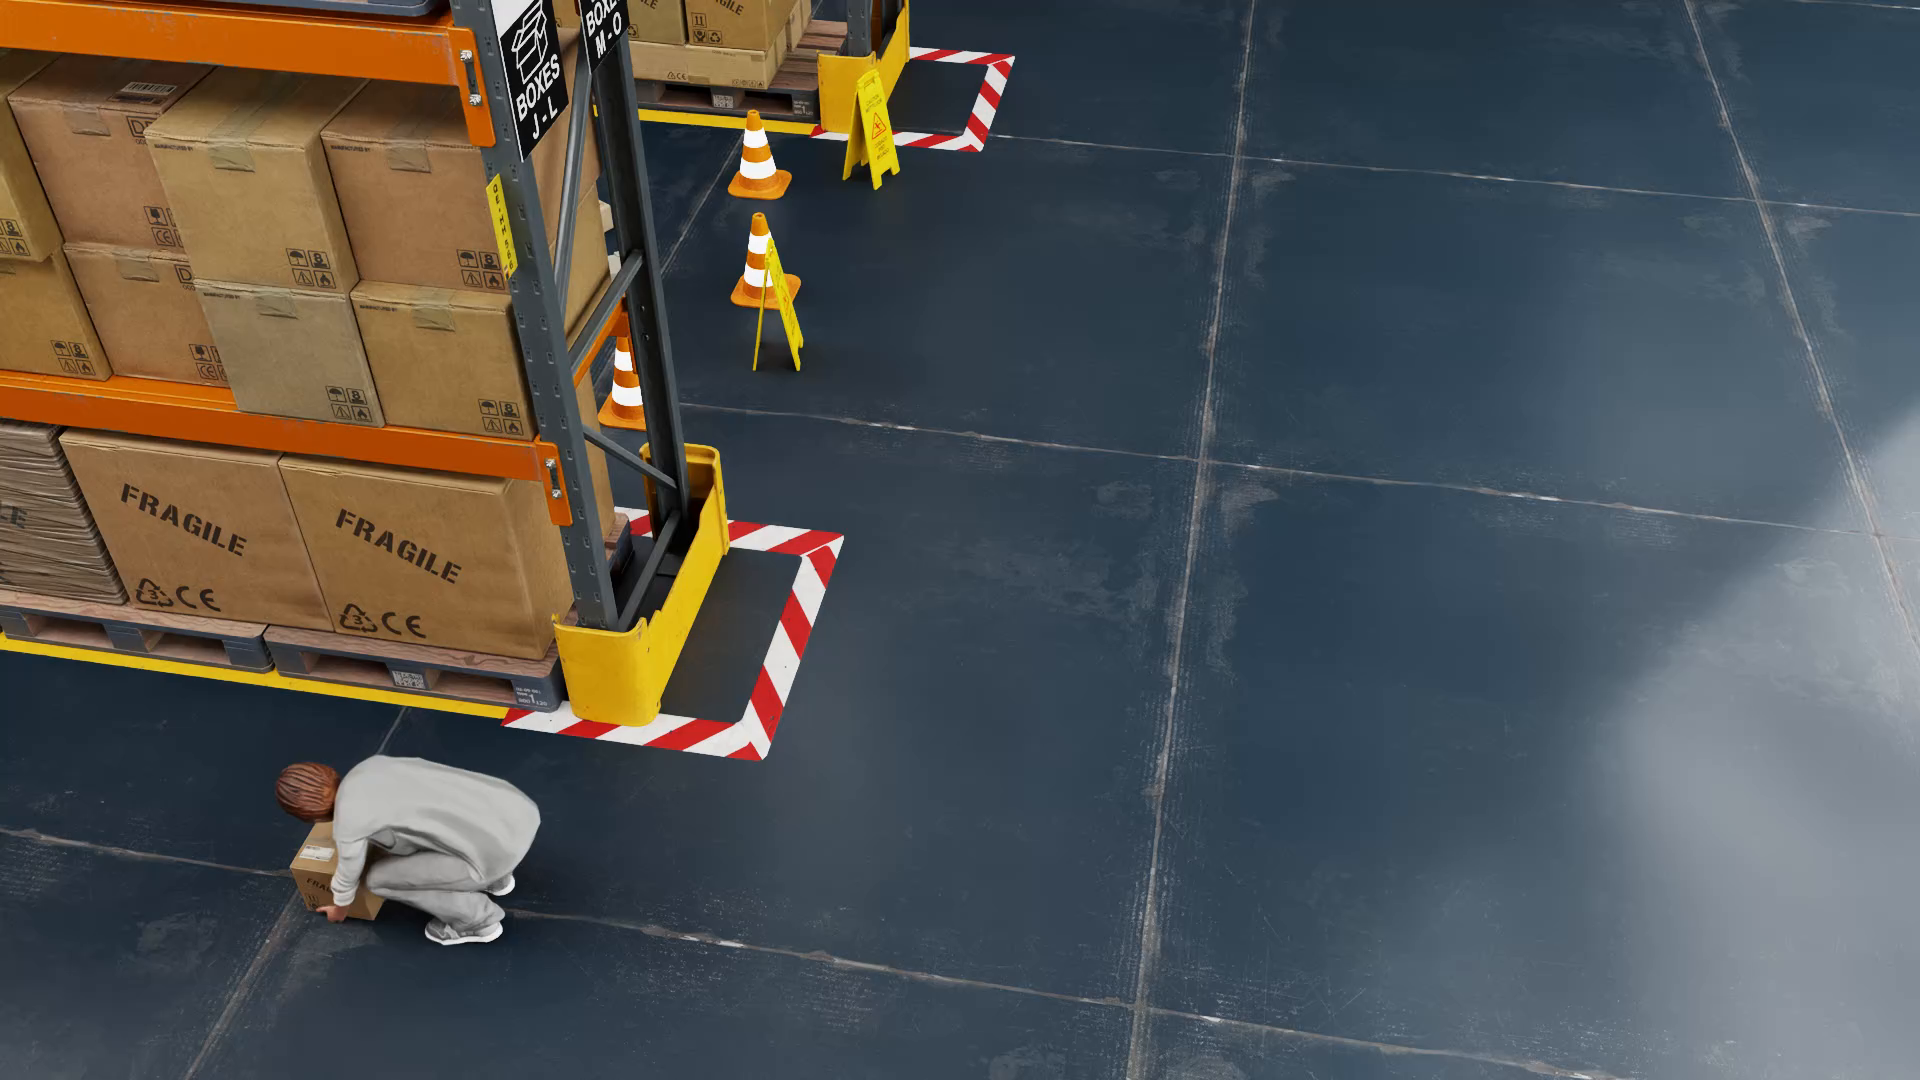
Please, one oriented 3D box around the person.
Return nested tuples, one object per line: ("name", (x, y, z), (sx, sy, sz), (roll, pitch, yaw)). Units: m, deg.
("person", (-1.850, 1.045, 5.686), (0.850, 0.730, 0.422), (6, 41, 7))
